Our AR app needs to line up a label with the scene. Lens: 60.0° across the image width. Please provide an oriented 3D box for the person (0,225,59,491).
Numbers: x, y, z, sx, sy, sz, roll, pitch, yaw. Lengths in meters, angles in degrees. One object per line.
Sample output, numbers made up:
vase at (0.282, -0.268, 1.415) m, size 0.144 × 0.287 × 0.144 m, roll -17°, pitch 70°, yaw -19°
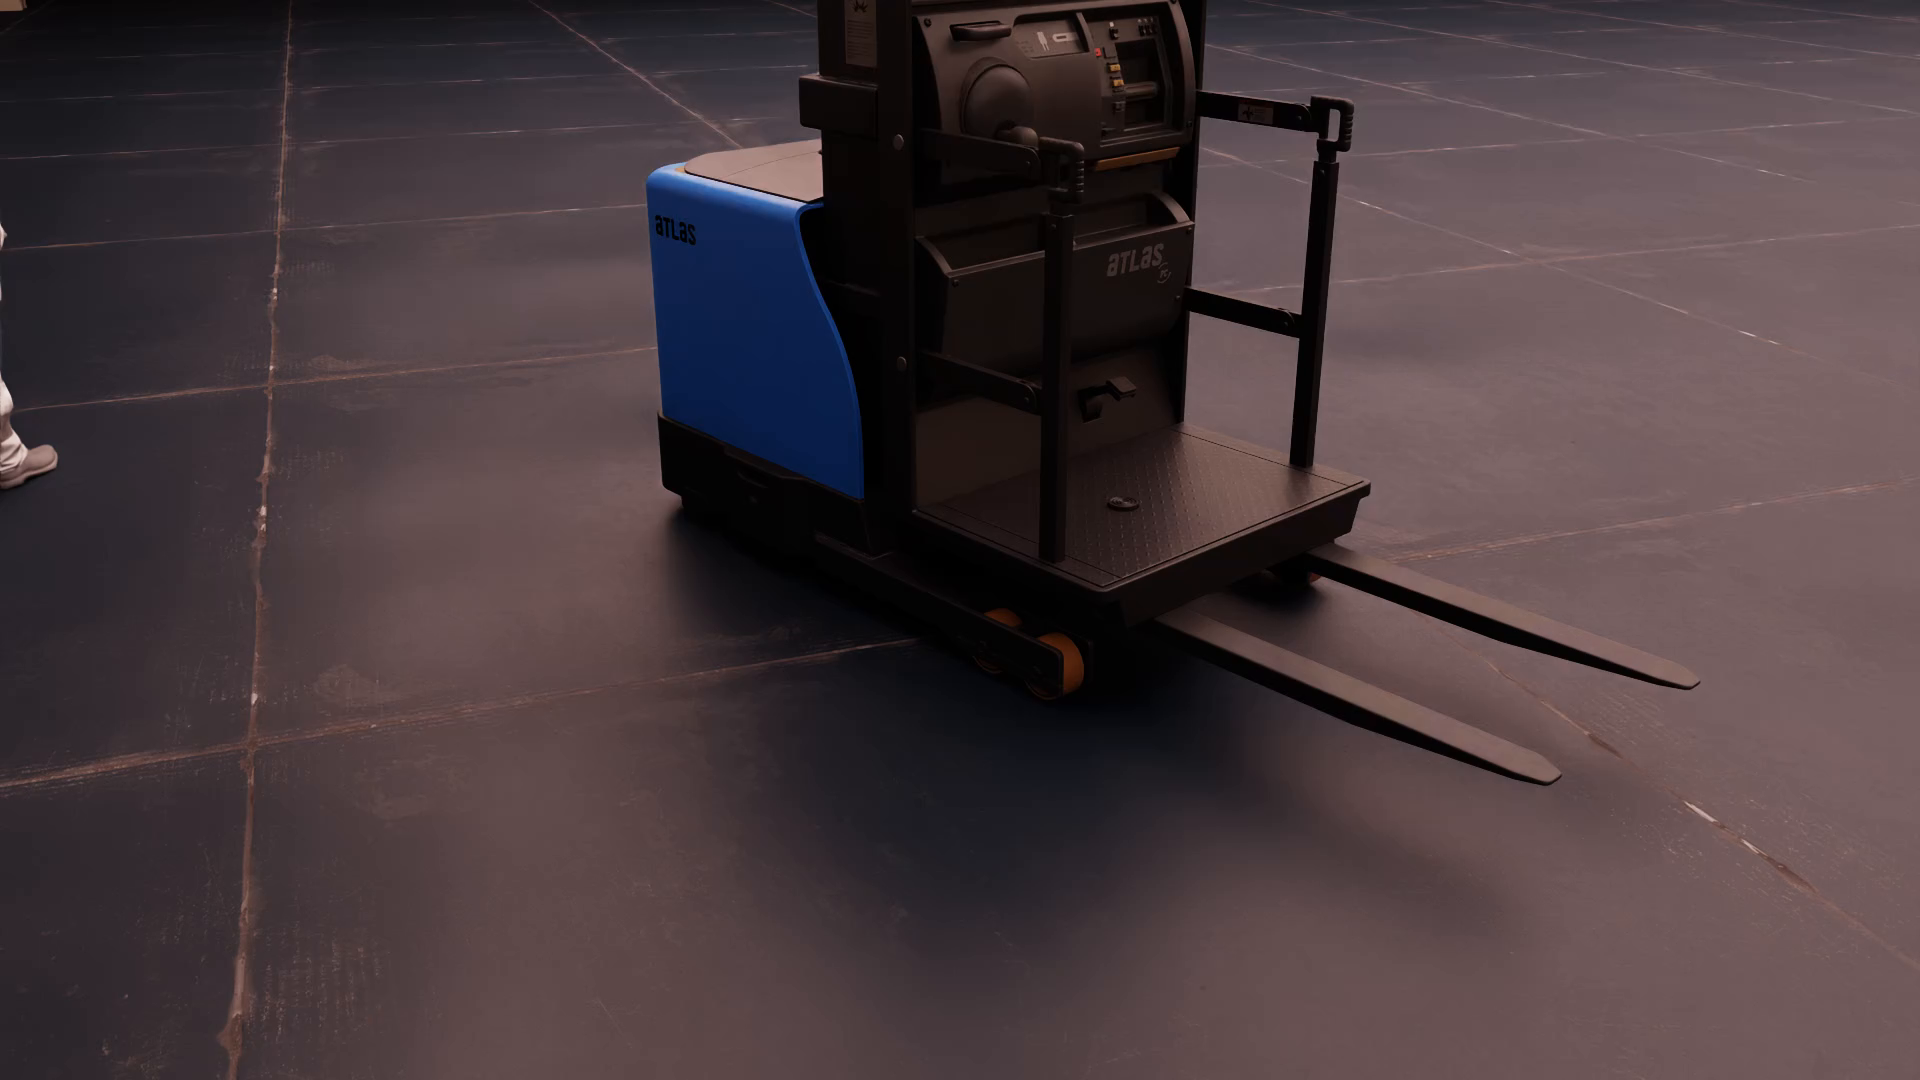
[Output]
person at (-3.294, -1.027, 5.215) m, size 0.587 × 1.795 × 0.367 m, roll 0°, pitch 23°, yaw -1°

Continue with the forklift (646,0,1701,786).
forklift at (0.409, -1.176, 4.096) m, size 1.130 × 2.935 × 3.031 m, roll -19°, pitch 30°, yaw -38°
